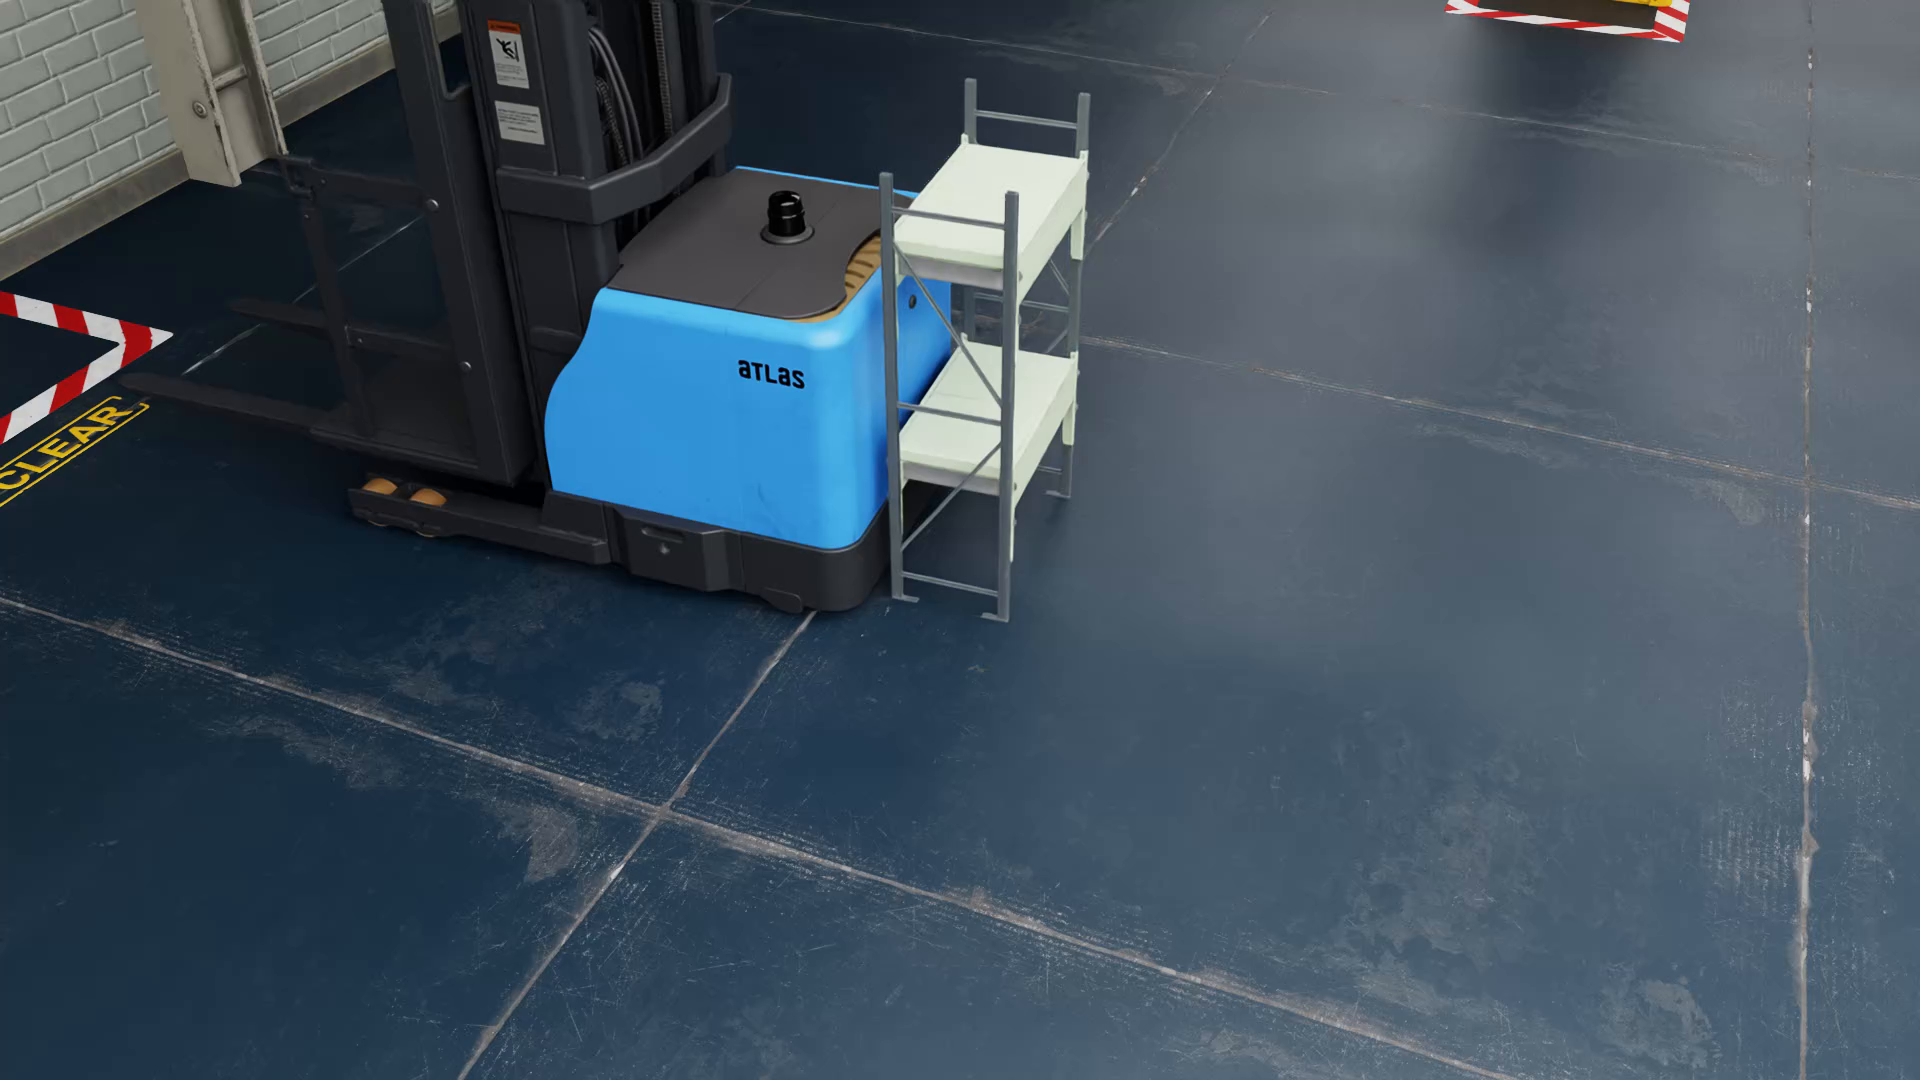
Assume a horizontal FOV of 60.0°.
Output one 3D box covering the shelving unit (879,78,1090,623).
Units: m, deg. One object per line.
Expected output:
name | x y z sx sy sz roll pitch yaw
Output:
shelving unit | 0.086 -0.583 5.277 0.431 1.500 0.755 12 38 15

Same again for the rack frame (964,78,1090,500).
rack frame | 0.205 -0.790 5.554 0.400 1.500 0.023 12 38 15

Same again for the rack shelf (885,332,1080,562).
rack shelf | 0.086 -0.321 5.472 0.431 0.370 0.720 12 38 15

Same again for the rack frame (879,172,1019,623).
rack frame | -0.032 -0.375 4.999 0.400 1.500 0.023 12 38 15

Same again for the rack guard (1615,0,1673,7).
rack guard | 3.820 -3.645 10.209 1.175 0.500 0.348 14 39 18

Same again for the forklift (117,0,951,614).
forklift | -1.591 -1.468 5.265 3.031 2.935 1.130 12 38 15

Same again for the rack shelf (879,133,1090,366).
rack shelf | 0.086 -0.895 5.043 0.431 0.370 0.720 12 38 15

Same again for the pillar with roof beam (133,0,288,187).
pillar with roof beam | 0.411 -4.471 4.215 9.100 9.000 0.400 14 39 18
